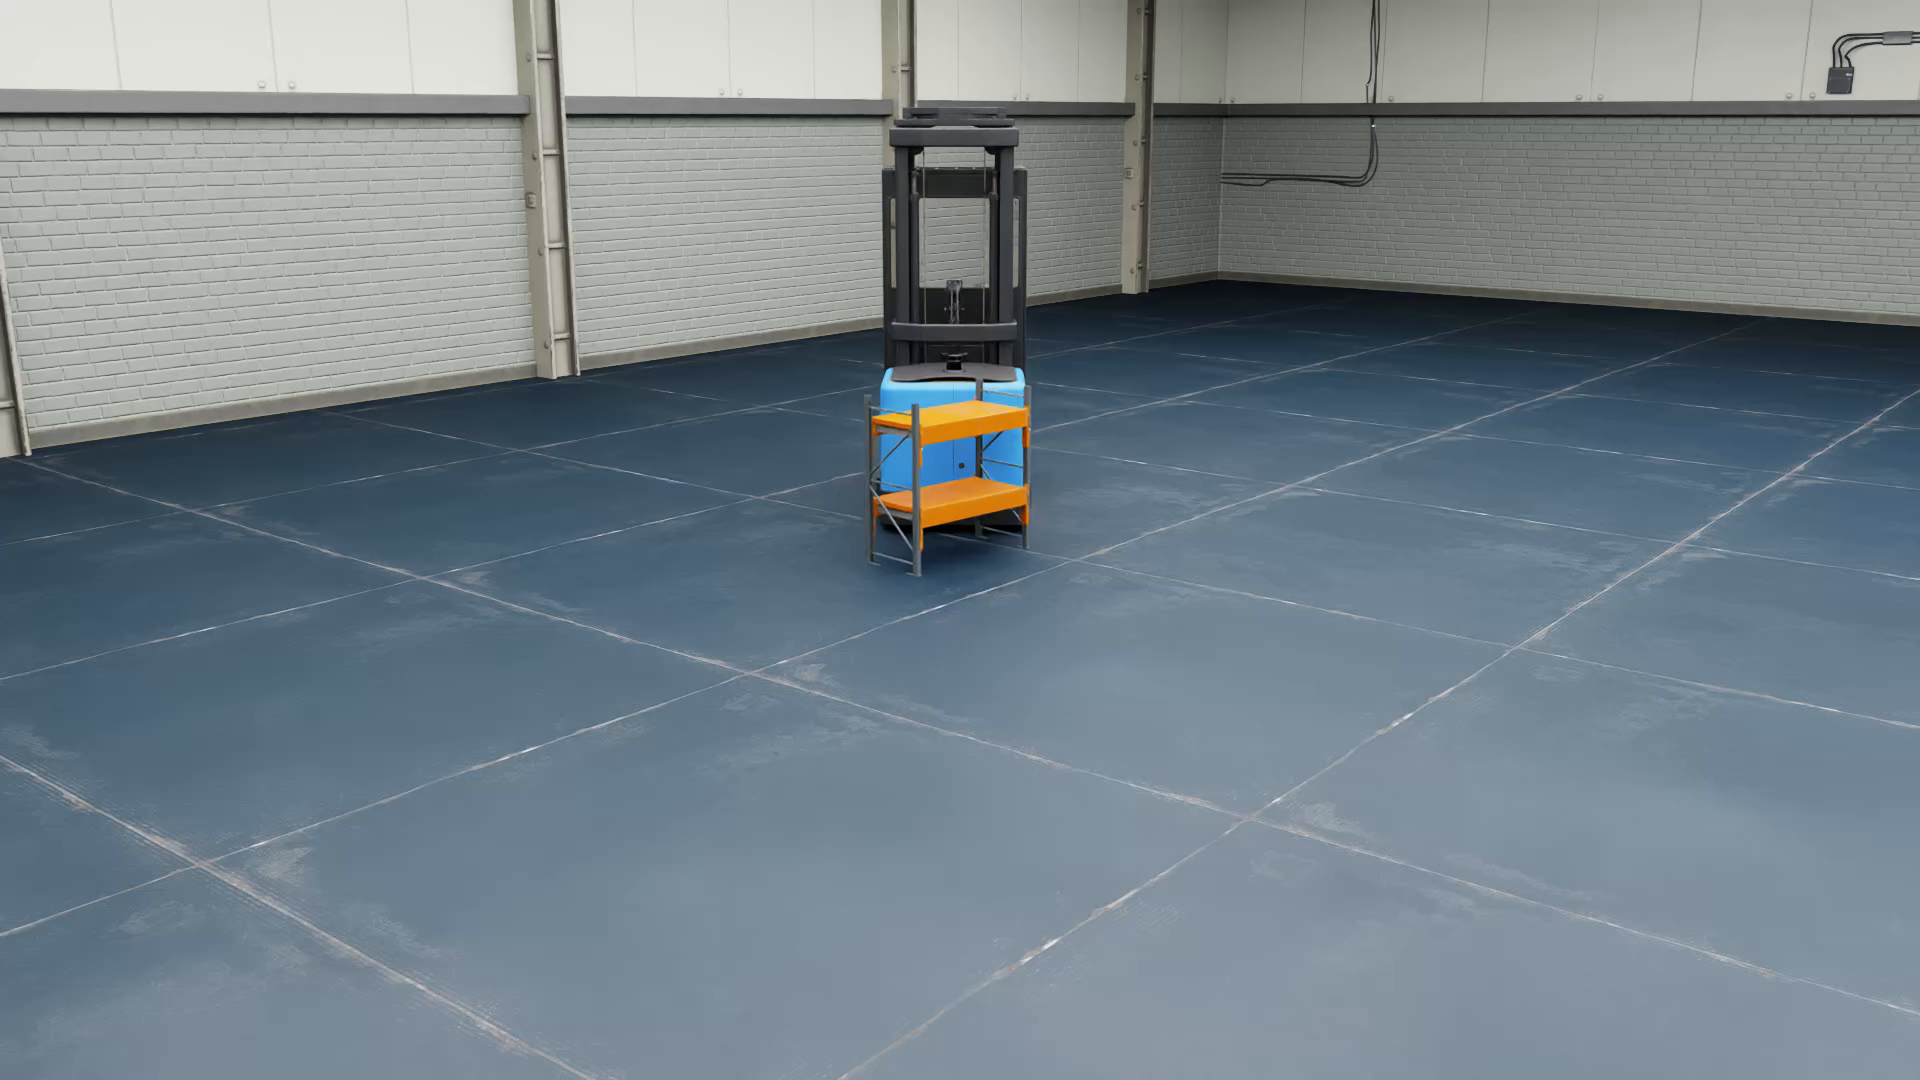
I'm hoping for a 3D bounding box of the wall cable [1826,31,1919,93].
[{"bbox_3d":[13.201,-9.076,22.167,2.305,6.003,0.169,11,18,38],"label":"wall cable"}]

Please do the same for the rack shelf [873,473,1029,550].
[{"bbox_3d":[-0.072,-0.200,11.118,1.000,0.278,0.538,-13,20,-43],"label":"rack shelf"}]

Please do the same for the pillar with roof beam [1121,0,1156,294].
[{"bbox_3d":[6.295,-7.874,24.343,9.100,9.000,0.400,11,18,38],"label":"pillar with roof beam"}]

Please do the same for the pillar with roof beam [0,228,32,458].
[{"bbox_3d":[-5.018,-4.427,10.774,9.100,9.000,0.400,11,18,38],"label":"pillar with roof beam"}]

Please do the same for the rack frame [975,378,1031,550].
[{"bbox_3d":[0.292,-0.524,11.402,0.032,1.125,0.500,-13,20,-43],"label":"rack frame"}]

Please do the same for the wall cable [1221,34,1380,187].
[{"bbox_3d":[5.827,-7.395,28.763,3.097,2.526,0.112,11,18,38],"label":"wall cable"}]

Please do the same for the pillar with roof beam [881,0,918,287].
[{"bbox_3d":[2.524,-6.725,19.820,9.100,9.000,0.400,11,18,38],"label":"pillar with roof beam"}]

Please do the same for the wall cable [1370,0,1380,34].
[{"bbox_3d":[7.931,-9.424,26.493,3.097,2.526,0.112,11,18,38],"label":"wall cable"}]

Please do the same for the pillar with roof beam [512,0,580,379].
[{"bbox_3d":[-1.247,-5.576,15.297,9.100,9.000,0.400,11,18,38],"label":"pillar with roof beam"}]

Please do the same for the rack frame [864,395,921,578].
[{"bbox_3d":[-0.437,-0.350,10.714,0.032,1.125,0.500,-13,20,-43],"label":"rack frame"}]

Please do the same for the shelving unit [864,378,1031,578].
[{"bbox_3d":[-0.072,-0.437,11.058,1.048,1.125,0.538,-13,20,-43],"label":"shelving unit"}]

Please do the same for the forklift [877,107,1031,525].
[{"bbox_3d":[-0.038,-1.828,12.866,1.130,2.935,3.031,0,14,0],"label":"forklift"}]

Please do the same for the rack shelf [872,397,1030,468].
[{"bbox_3d":[-0.072,-0.721,10.986,1.000,0.278,0.538,-13,20,-43],"label":"rack shelf"}]
